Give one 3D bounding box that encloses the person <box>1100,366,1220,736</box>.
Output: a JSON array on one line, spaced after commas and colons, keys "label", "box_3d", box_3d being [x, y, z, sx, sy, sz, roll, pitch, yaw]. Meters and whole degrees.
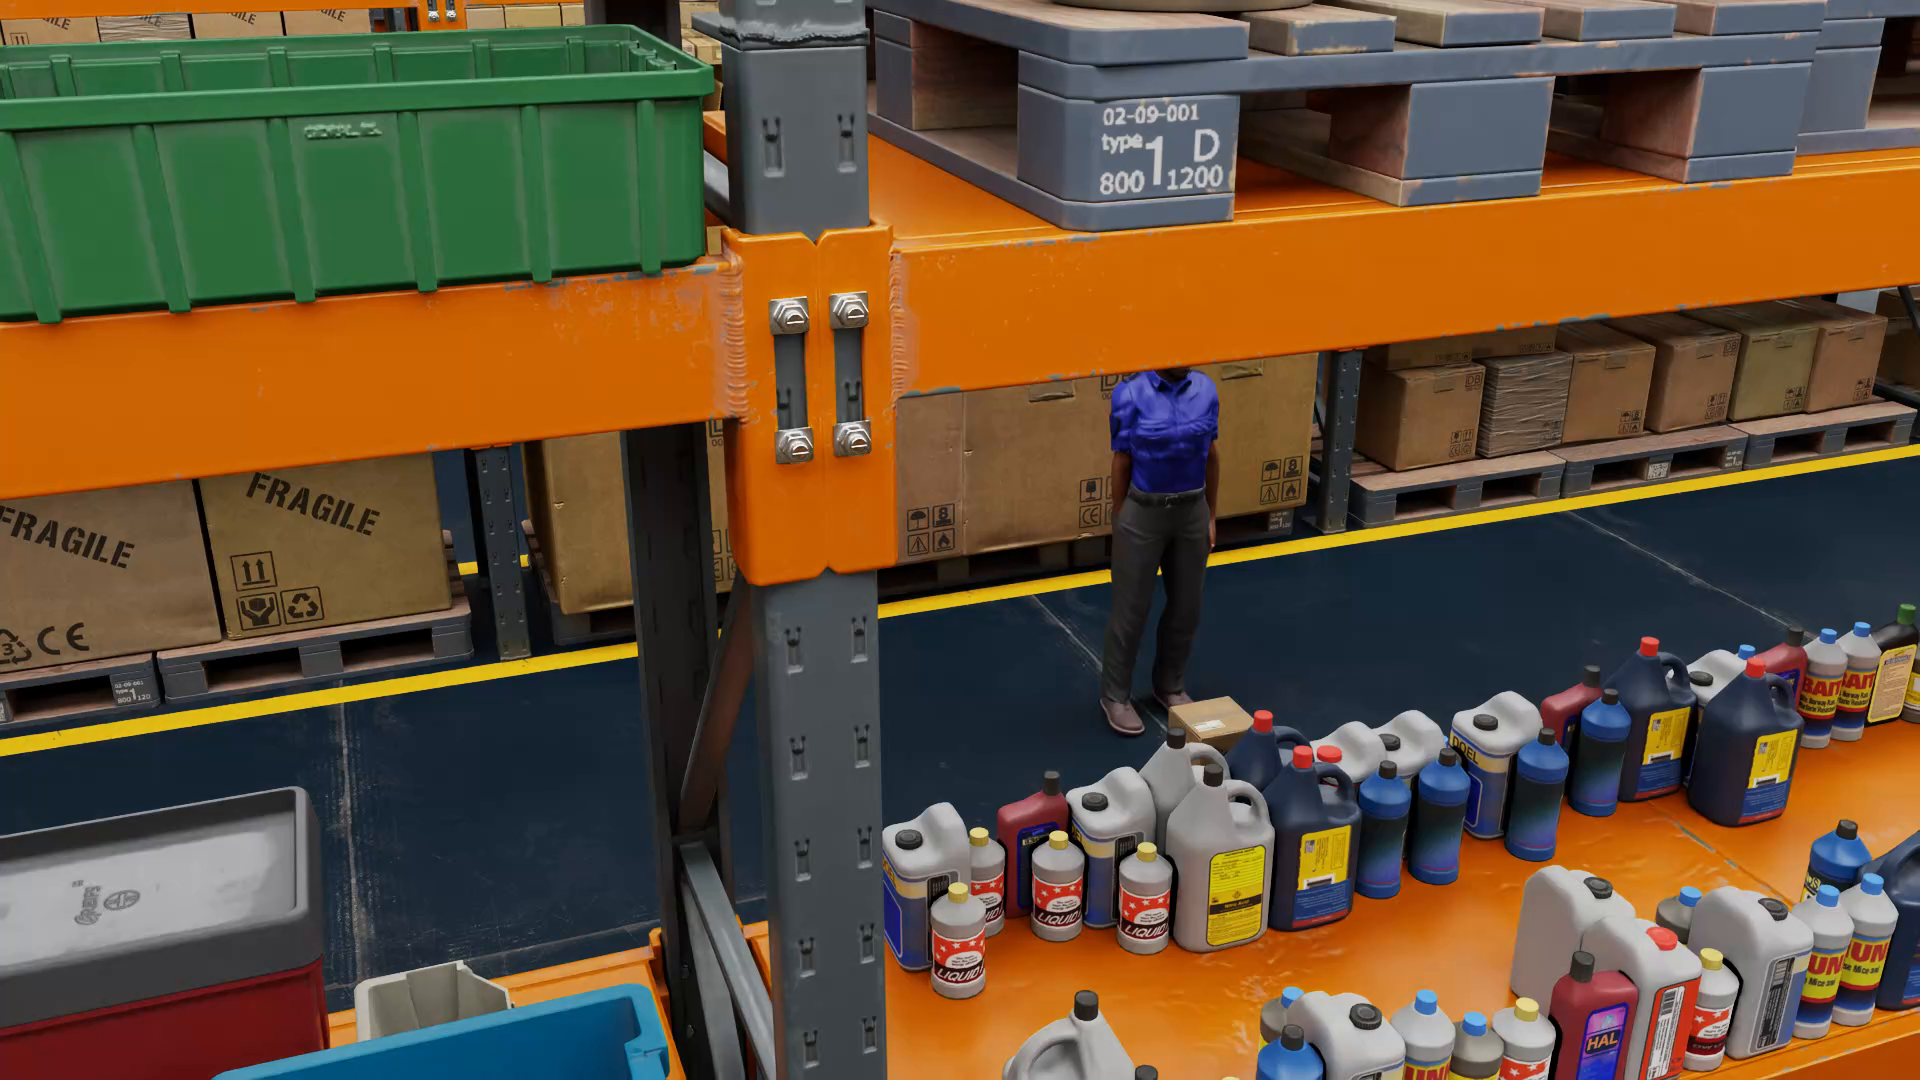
[{"label": "person", "box_3d": [0.771, -0.069, 6.272, 0.437, 1.657, 0.299, -7, 24, -17]}]
